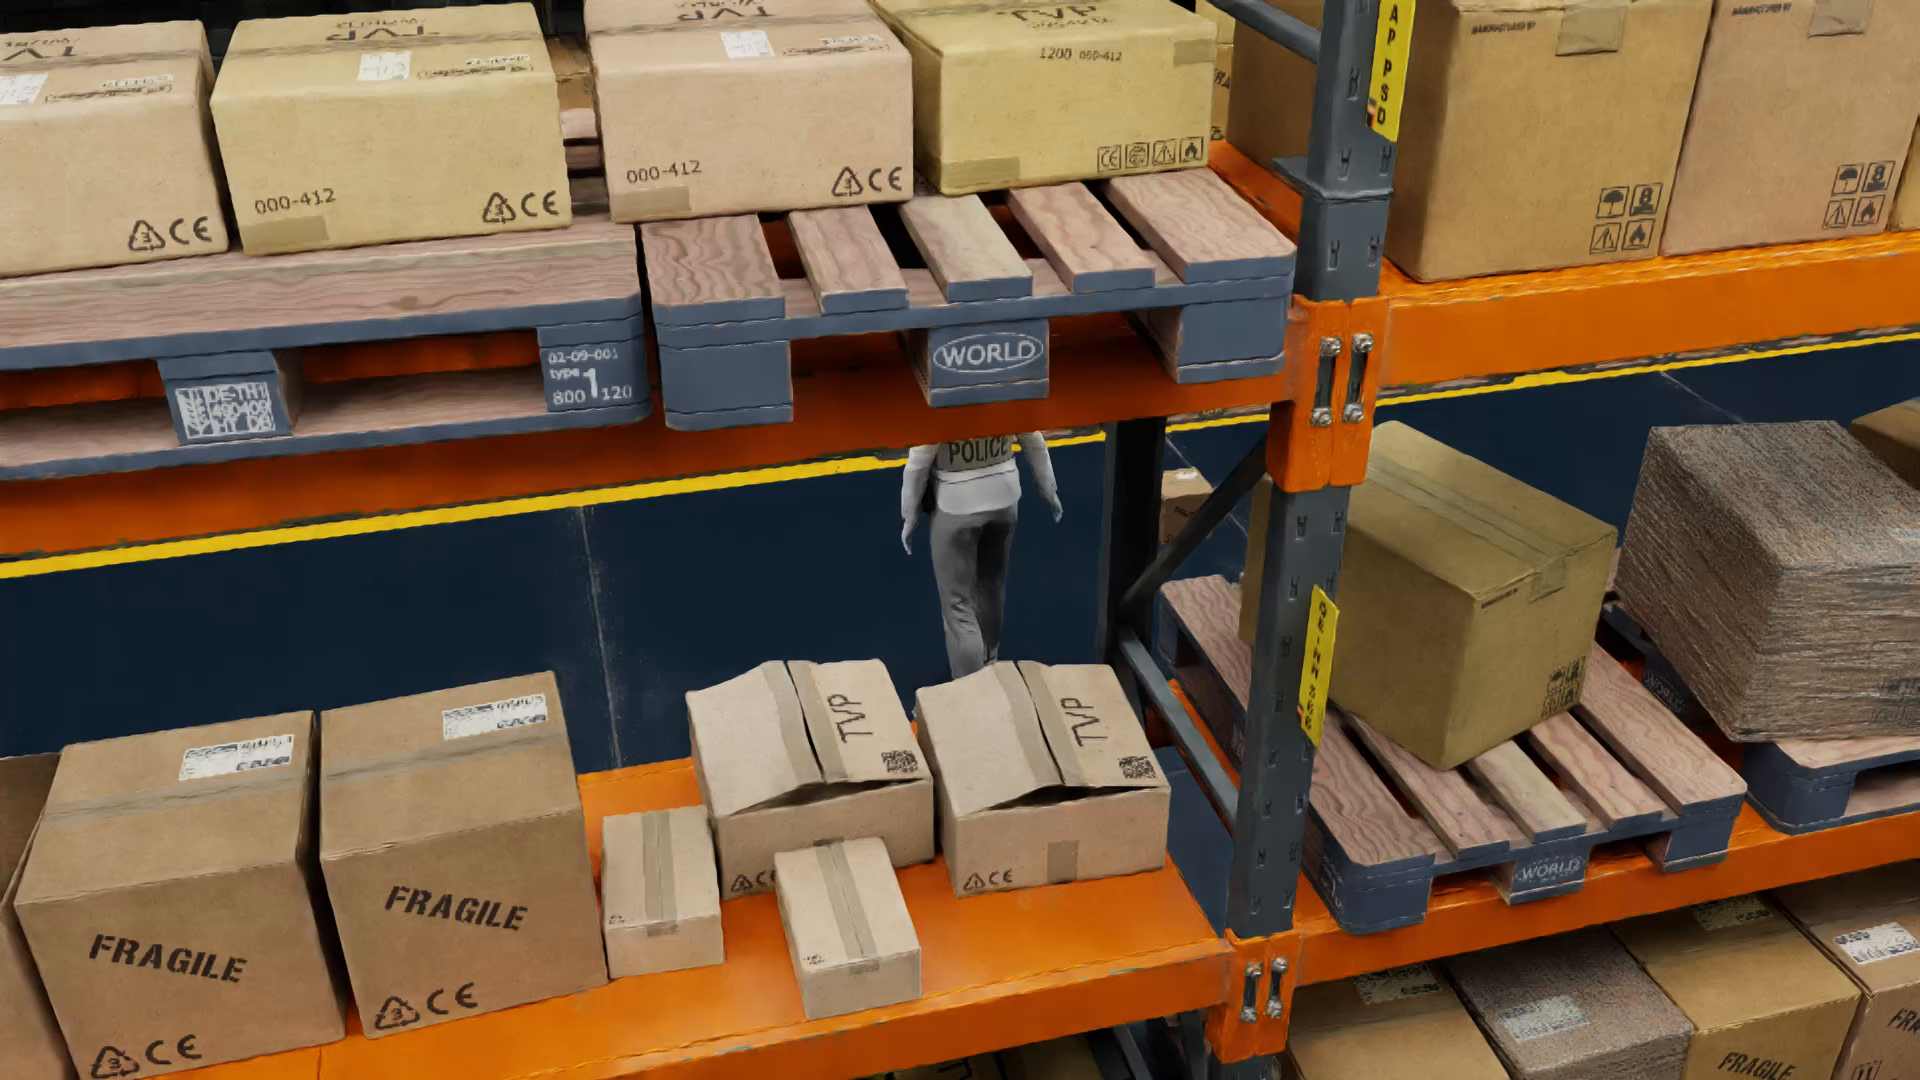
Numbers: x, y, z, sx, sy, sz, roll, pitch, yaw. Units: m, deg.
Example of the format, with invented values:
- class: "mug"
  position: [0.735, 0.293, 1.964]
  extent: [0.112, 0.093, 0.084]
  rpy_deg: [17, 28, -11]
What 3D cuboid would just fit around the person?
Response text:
- class: "person"
  position: [0.072, -0.128, 6.329]
  extent: [0.678, 1.654, 0.613]
  rpy_deg: [-13, 33, -20]
